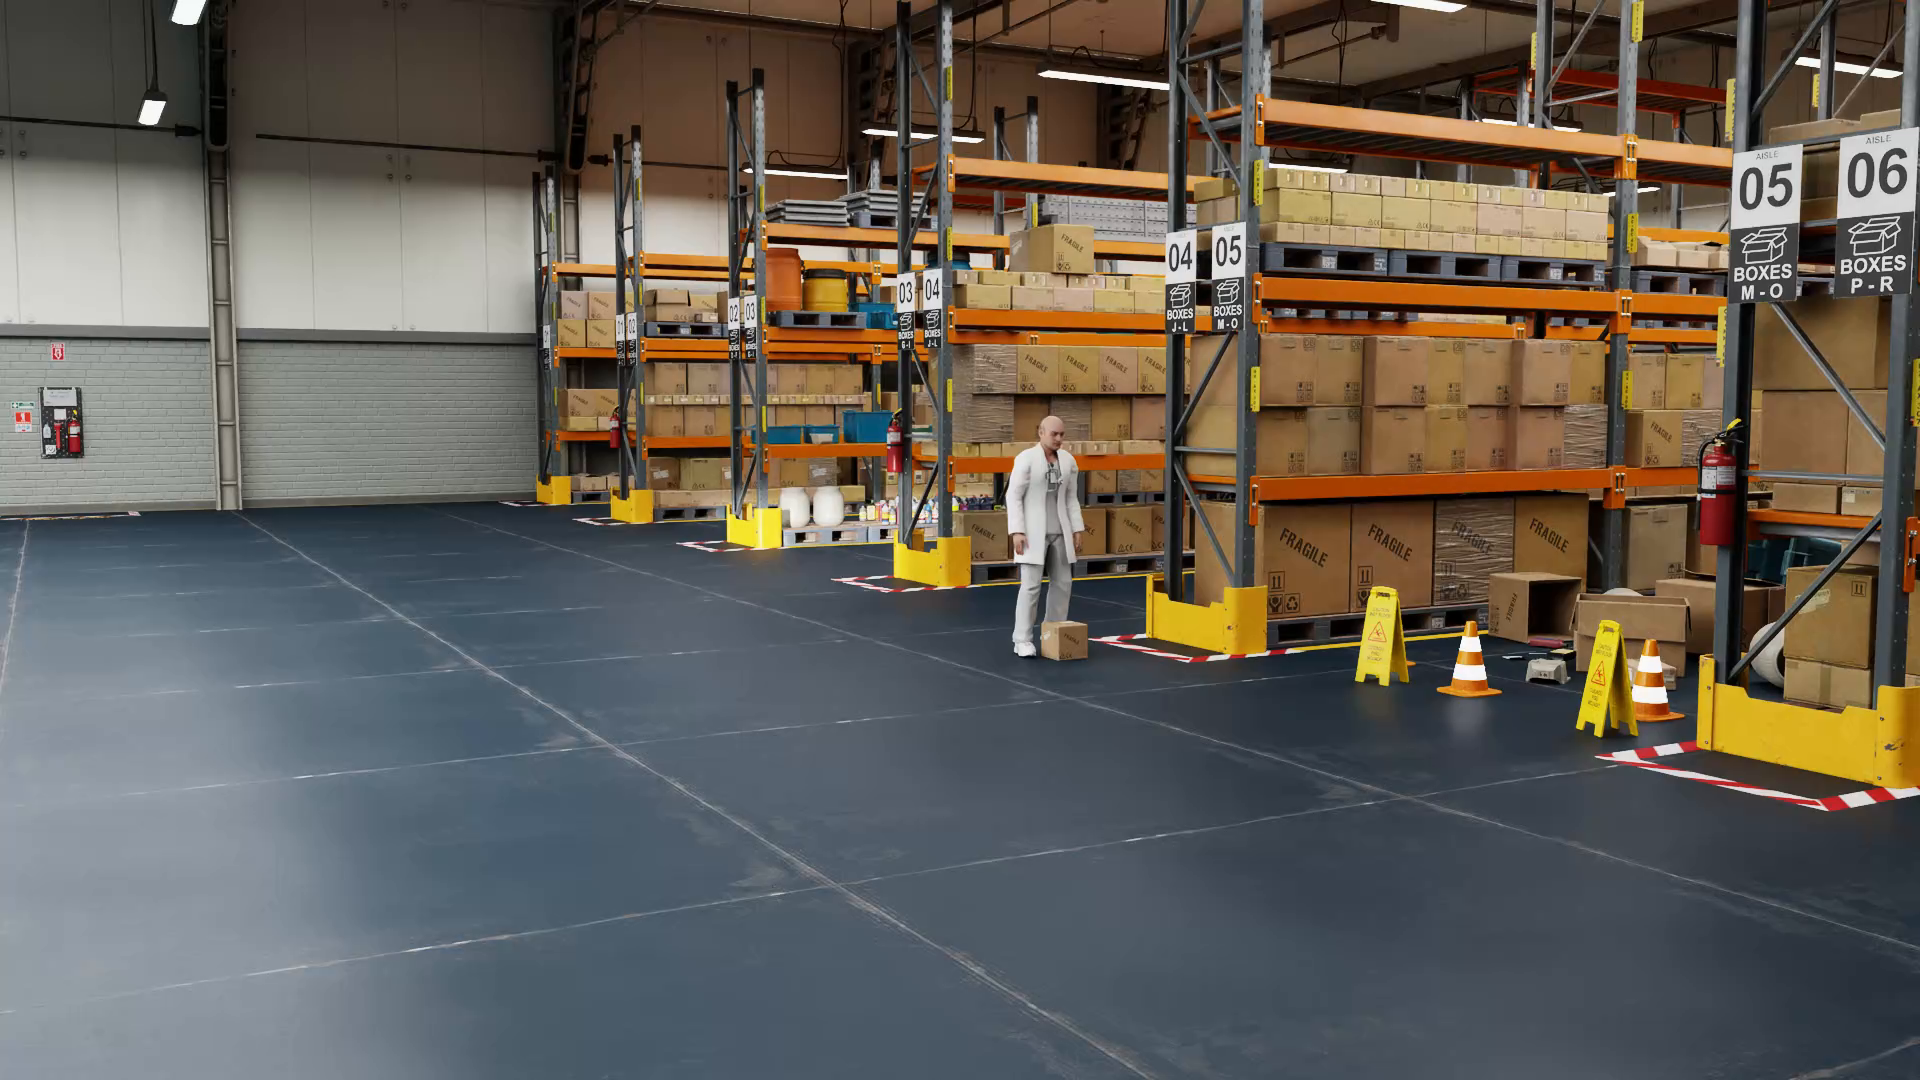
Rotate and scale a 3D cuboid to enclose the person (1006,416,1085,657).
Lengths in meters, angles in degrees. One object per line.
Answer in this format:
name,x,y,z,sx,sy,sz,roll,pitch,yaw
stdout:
person,0.642,-0.037,12.409,0.643,1.775,0.423,-3,6,-28
